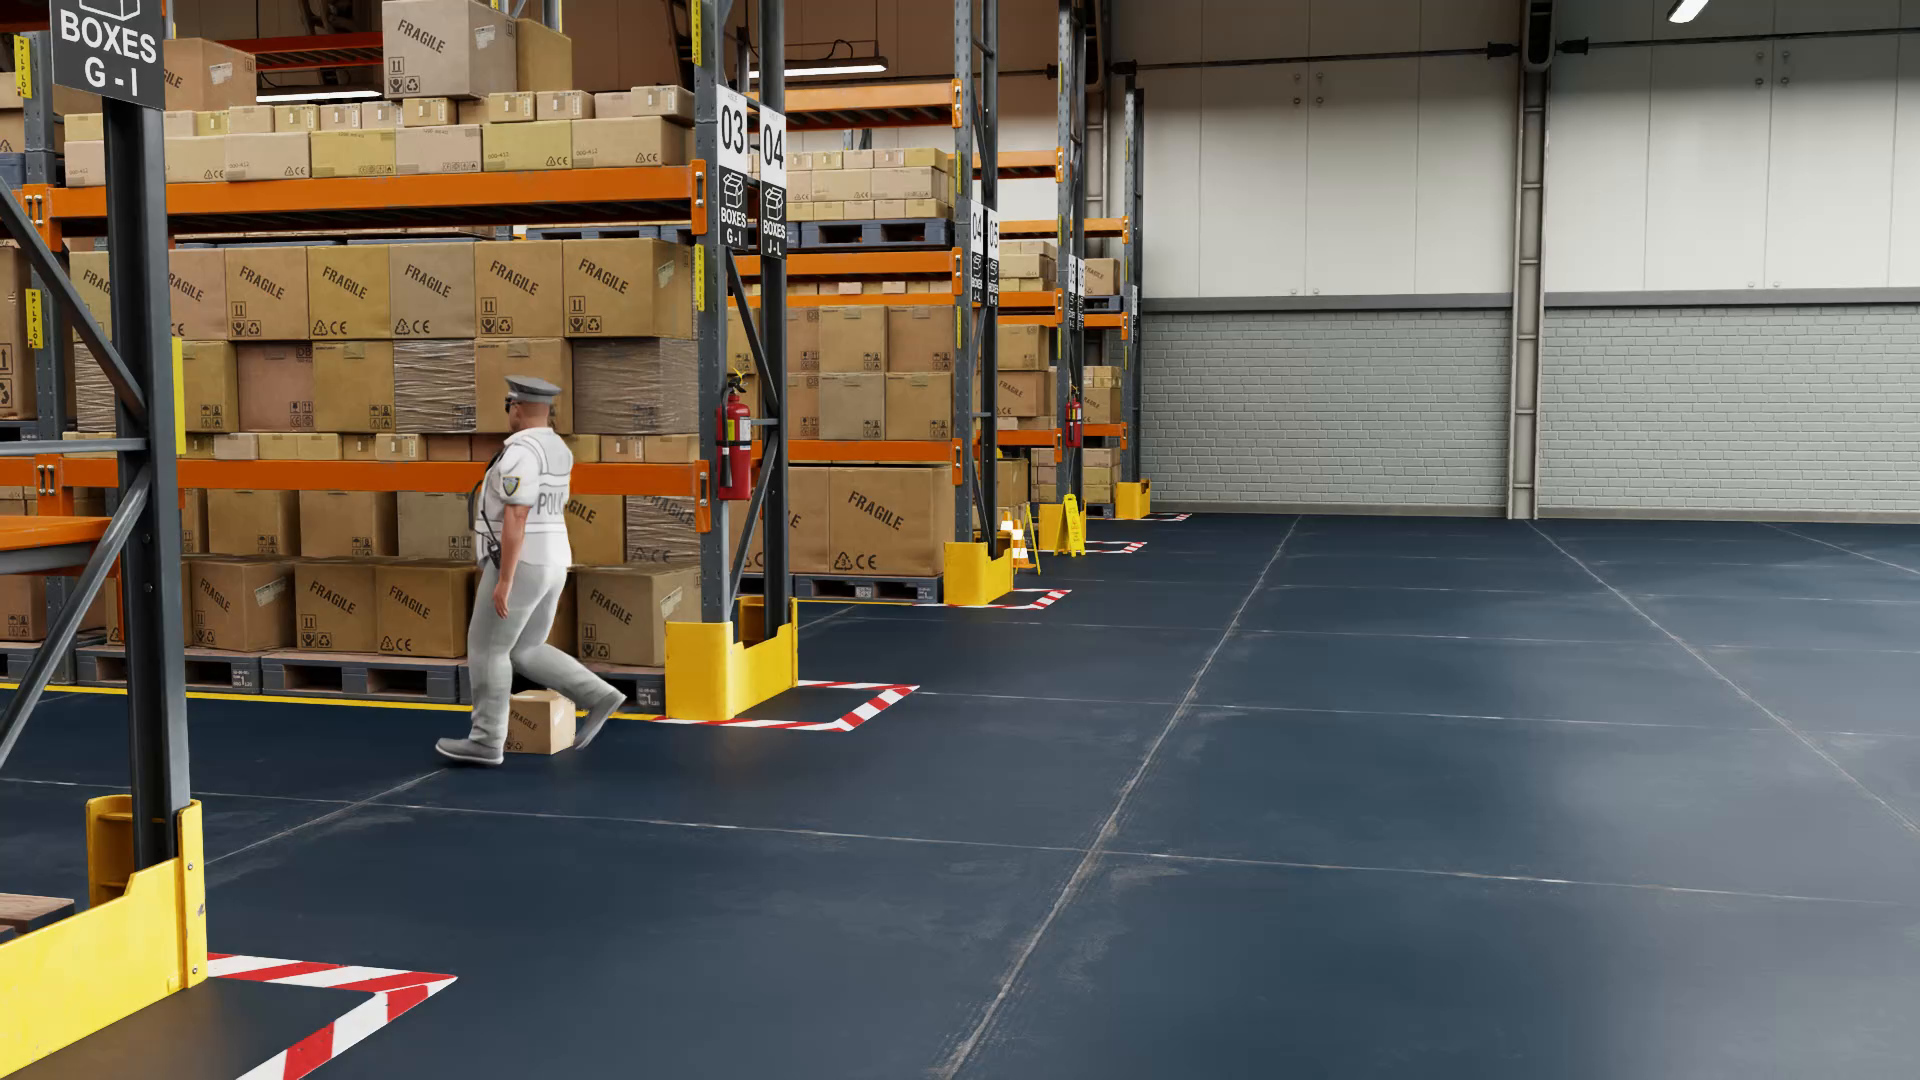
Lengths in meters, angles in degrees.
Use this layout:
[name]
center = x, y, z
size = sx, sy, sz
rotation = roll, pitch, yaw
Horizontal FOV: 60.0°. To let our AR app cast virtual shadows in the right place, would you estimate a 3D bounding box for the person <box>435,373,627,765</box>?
[person]
center = -1.942, 0.125, 7.433
size = 0.817, 1.734, 0.555
rotation = 1, 5, 7
